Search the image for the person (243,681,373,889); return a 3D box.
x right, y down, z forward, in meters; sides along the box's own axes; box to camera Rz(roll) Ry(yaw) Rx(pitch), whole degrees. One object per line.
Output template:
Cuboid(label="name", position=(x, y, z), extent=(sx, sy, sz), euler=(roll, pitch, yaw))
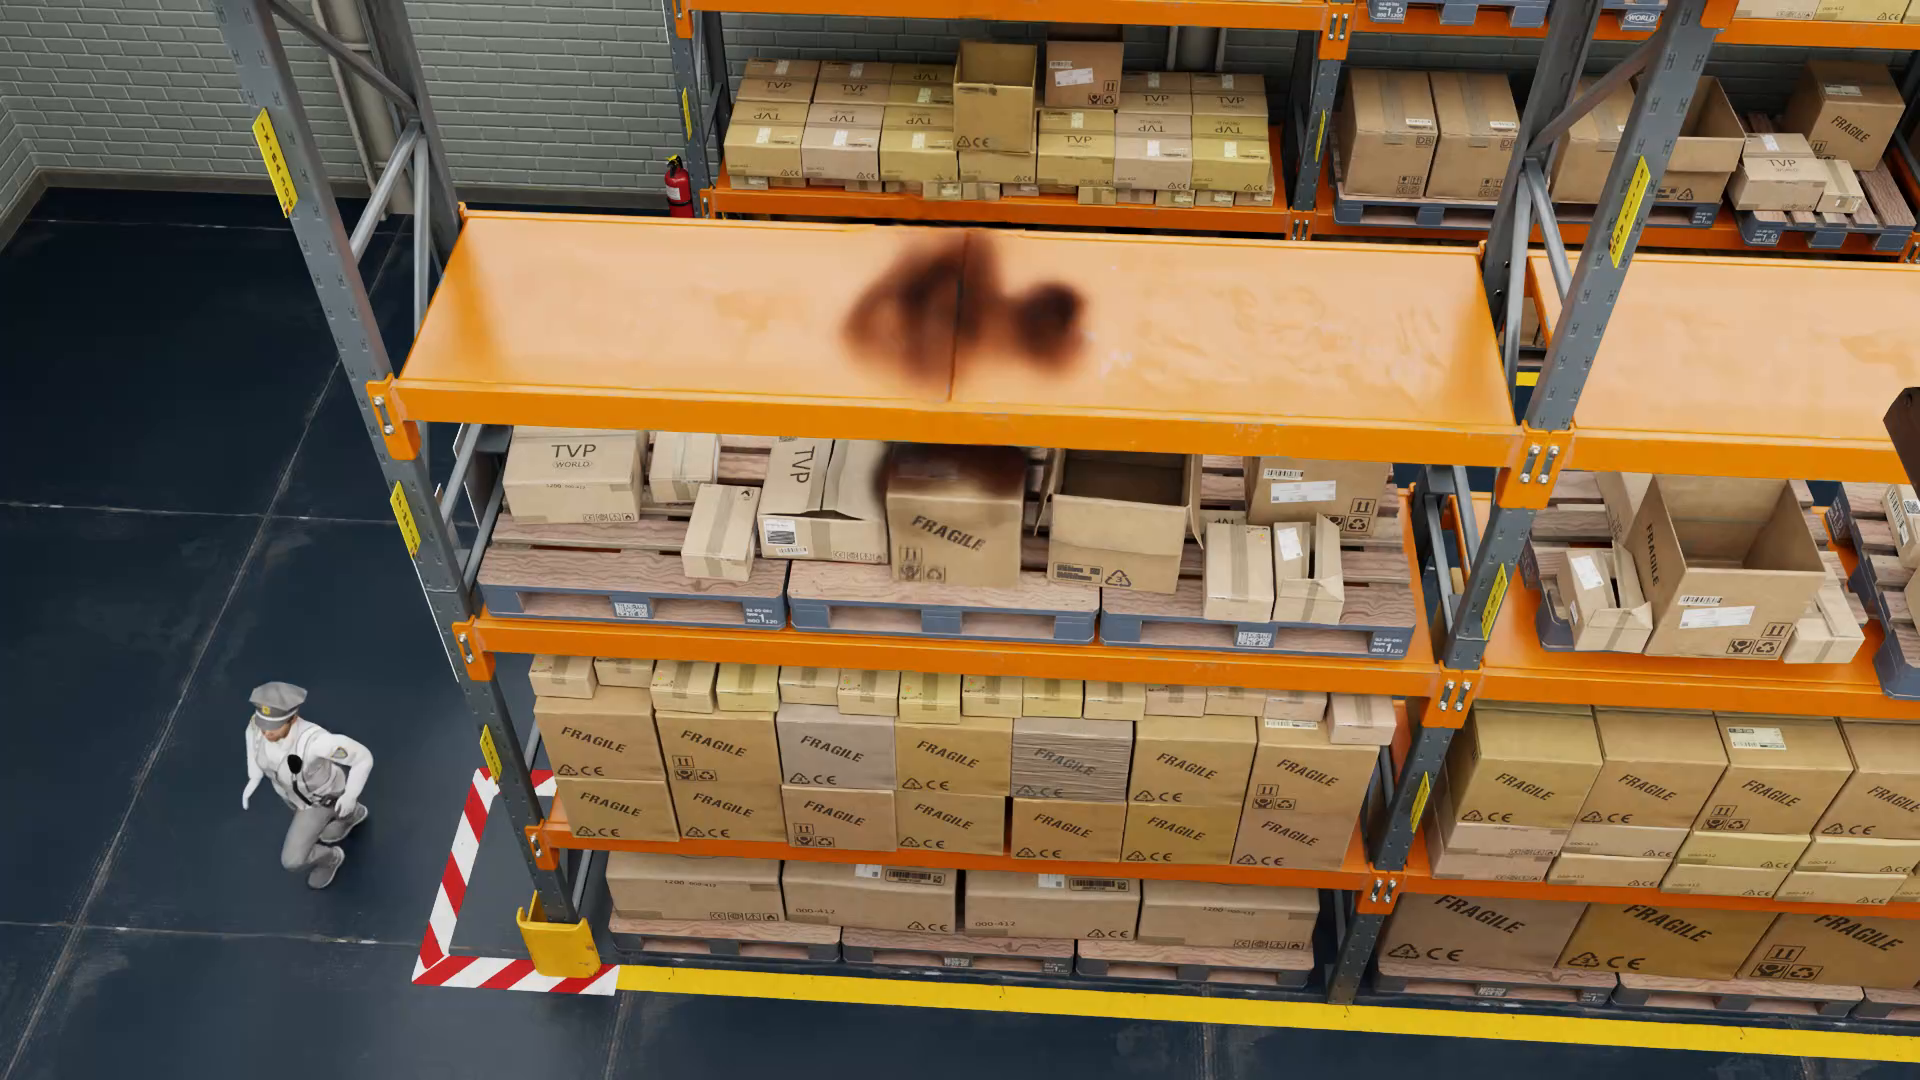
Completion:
Cuboid(label="person", position=(-3.305, 1.277, 8.479), extent=(0.674, 1.676, 0.633), euler=(26, 53, 21))
